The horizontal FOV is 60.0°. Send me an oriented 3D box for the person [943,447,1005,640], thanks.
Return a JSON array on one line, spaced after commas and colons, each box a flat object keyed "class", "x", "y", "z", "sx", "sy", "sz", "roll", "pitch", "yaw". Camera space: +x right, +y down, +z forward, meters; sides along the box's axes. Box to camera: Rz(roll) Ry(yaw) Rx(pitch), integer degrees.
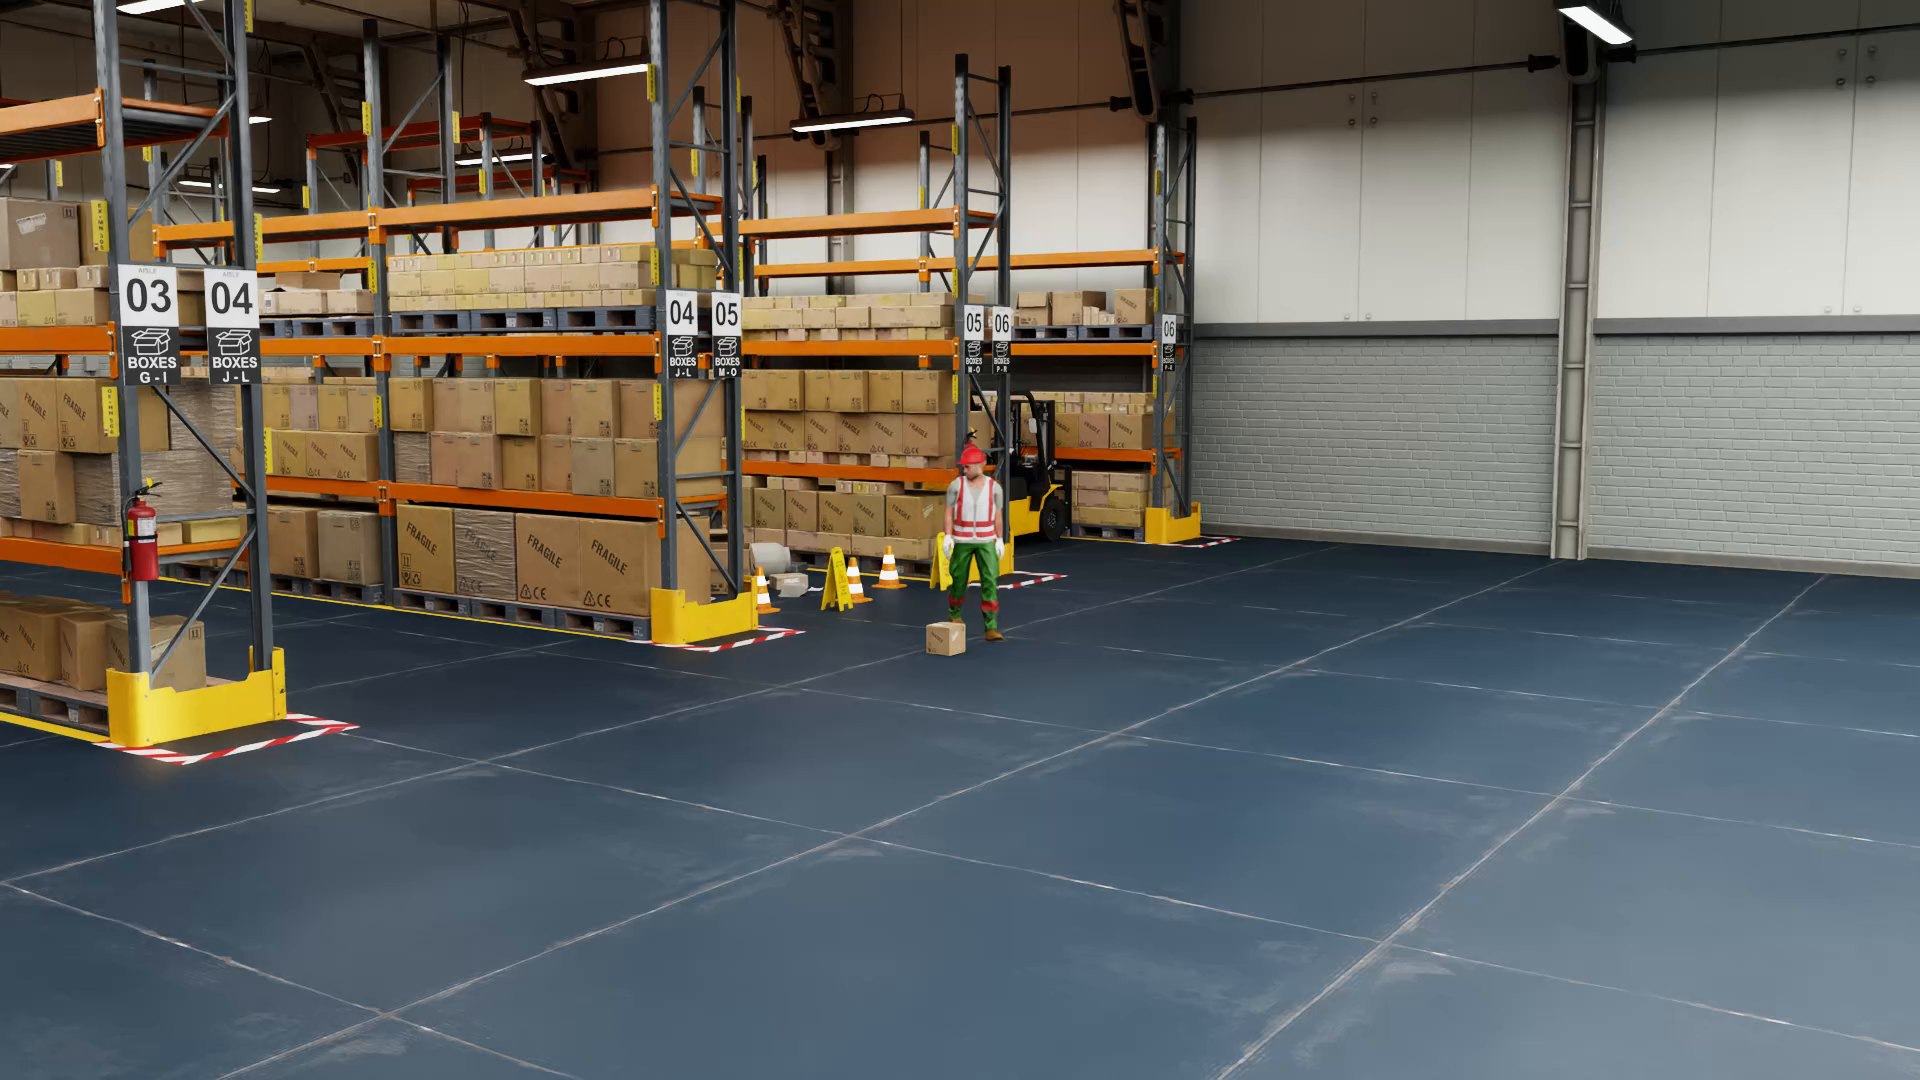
[{"class": "person", "x": 0.133, "y": 0.027, "z": 15.358, "sx": 0.588, "sy": 1.764, "sz": 0.871, "roll": 0, "pitch": 6, "yaw": -4}]
